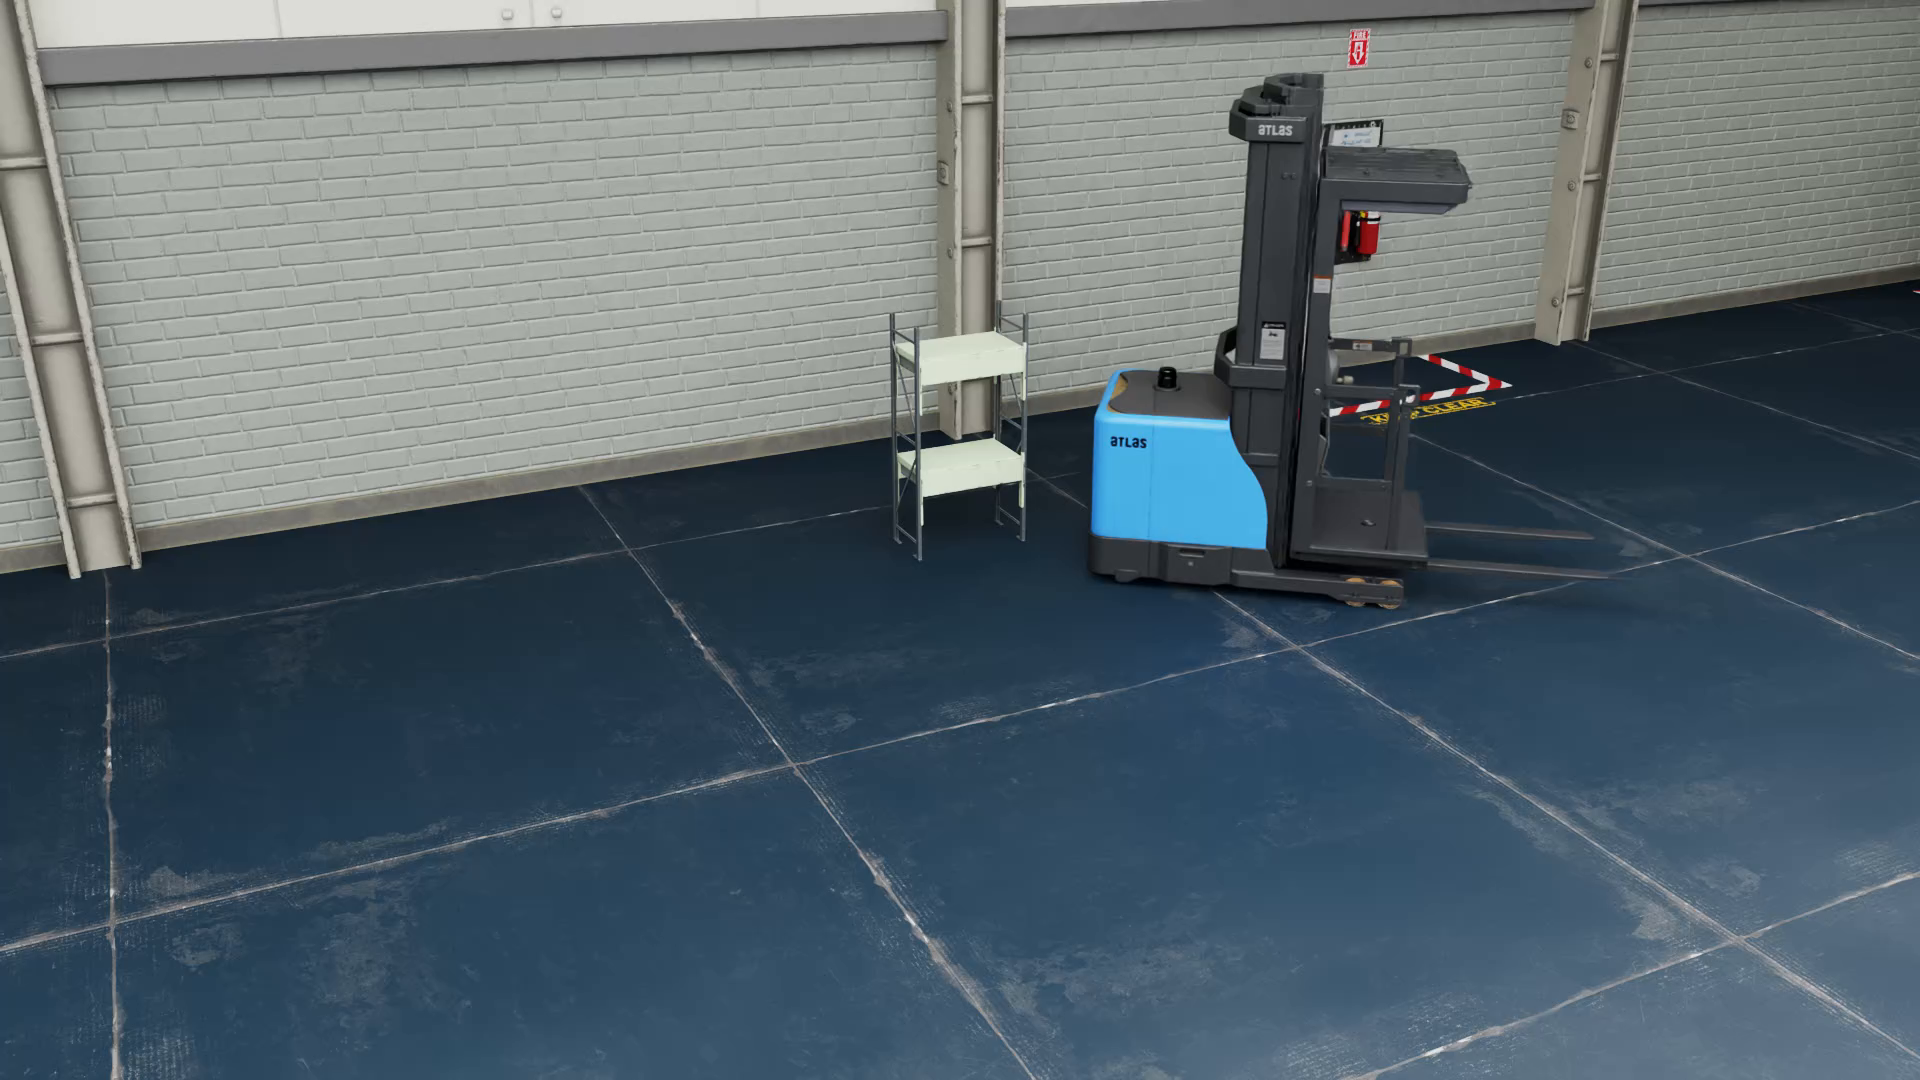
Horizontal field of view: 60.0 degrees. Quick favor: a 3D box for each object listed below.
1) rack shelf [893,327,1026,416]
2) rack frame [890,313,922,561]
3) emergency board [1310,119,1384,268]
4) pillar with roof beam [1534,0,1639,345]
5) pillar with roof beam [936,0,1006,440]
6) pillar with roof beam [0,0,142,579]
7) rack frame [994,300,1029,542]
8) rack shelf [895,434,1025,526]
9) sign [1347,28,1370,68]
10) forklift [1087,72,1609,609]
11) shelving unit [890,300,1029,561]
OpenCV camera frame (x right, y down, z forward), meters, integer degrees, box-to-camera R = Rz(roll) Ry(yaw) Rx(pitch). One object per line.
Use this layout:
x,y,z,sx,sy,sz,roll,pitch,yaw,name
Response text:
-0.006,-1.052,10.311,0.720,0.370,0.431,-10,25,-24,rack shelf
-0.336,-0.631,10.314,0.023,1.500,0.400,-10,25,-24,rack frame
3.238,-2.828,13.659,0.643,1.169,0.194,-10,25,-24,emergency board
7.349,-4.513,9.886,0.400,9.000,9.100,-10,25,-24,pillar with roof beam
1.942,-3.517,7.482,0.400,9.000,9.100,-10,25,-24,pillar with roof beam
-3.464,-2.522,5.077,0.400,9.000,9.100,-10,25,-24,pillar with roof beam
0.324,-0.753,10.607,0.023,1.500,0.400,-10,25,-24,rack frame
-0.006,-0.391,10.585,0.720,0.370,0.431,-10,25,-24,rack shelf
3.188,-3.932,13.296,0.199,0.298,0.001,-10,25,-24,sign
2.348,-1.170,9.744,3.031,2.935,1.130,4,23,11,forklift
-0.006,-0.692,10.460,0.755,1.500,0.431,-10,25,-24,shelving unit
